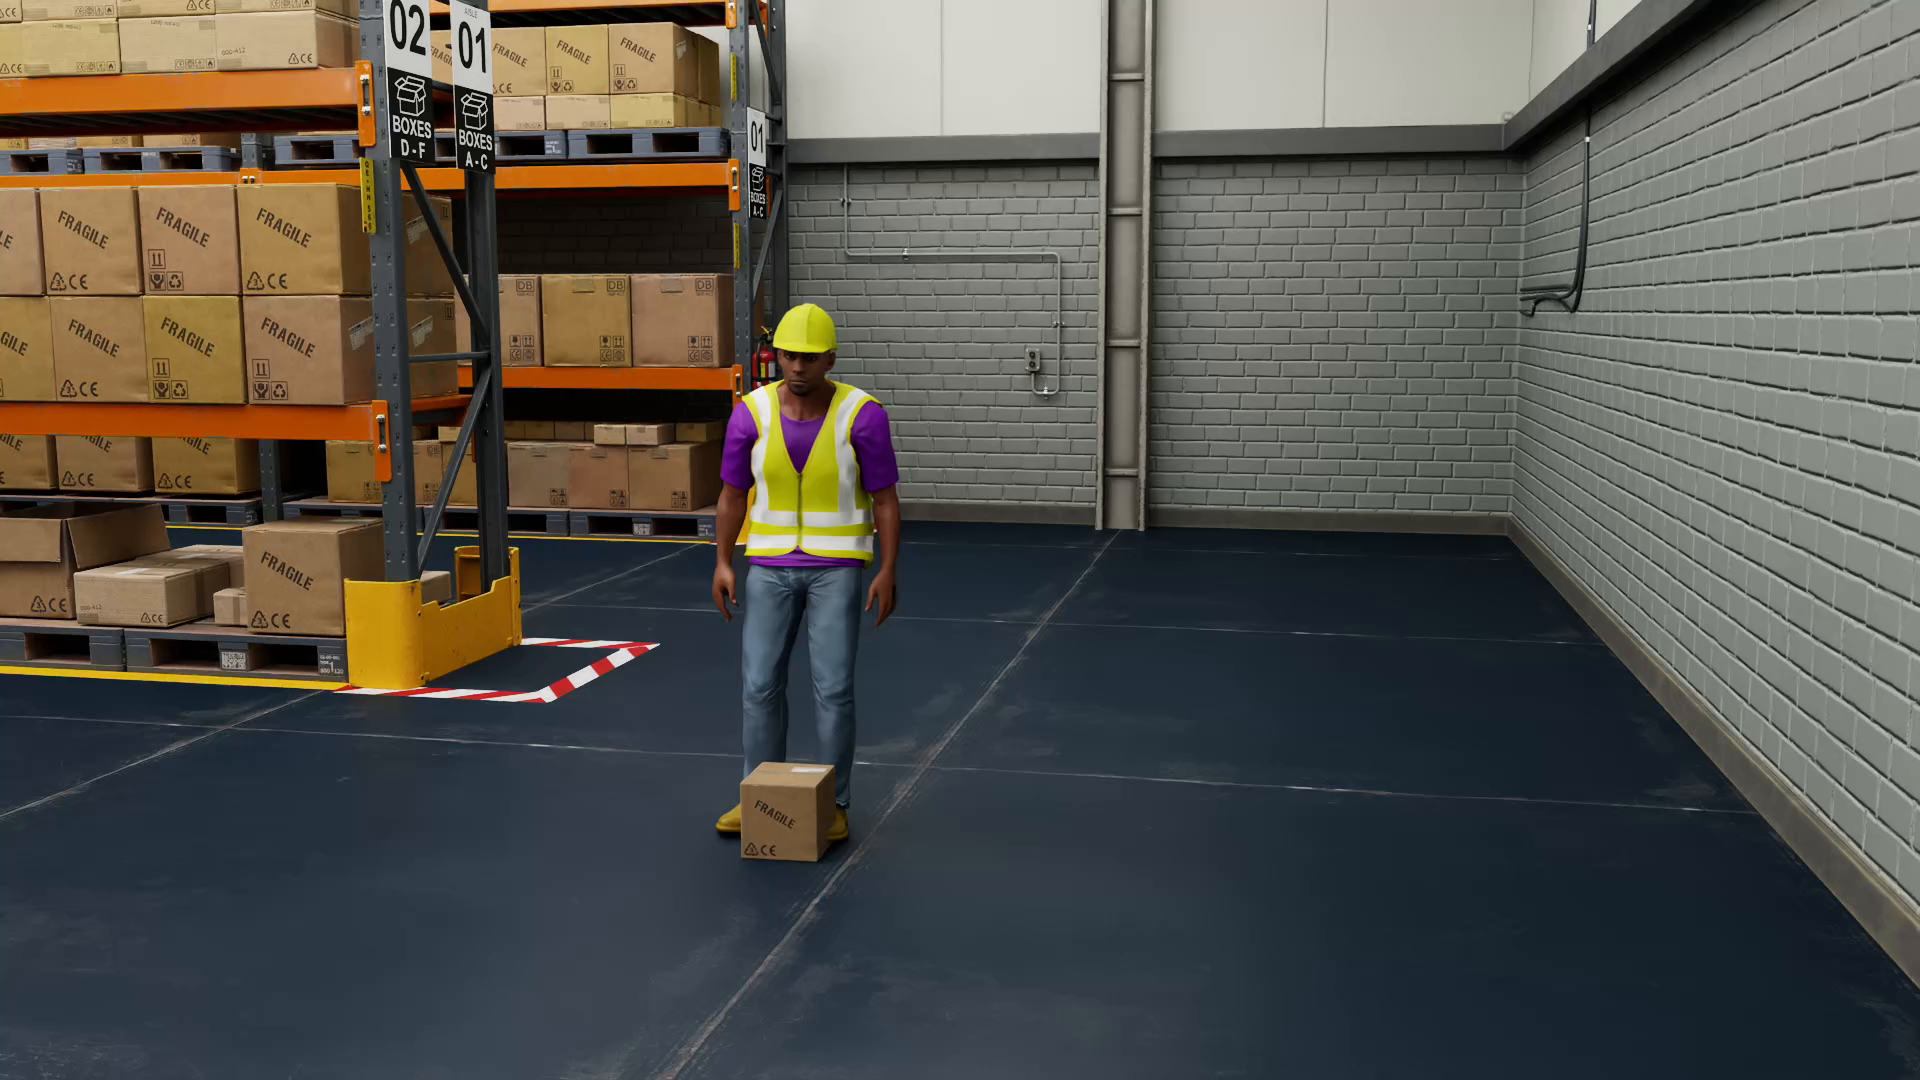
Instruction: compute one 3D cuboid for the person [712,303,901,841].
[{"bbox_3d":[-0.514,0.102,5.517,0.629,1.759,0.461,1,8,8],"label":"person"}]
